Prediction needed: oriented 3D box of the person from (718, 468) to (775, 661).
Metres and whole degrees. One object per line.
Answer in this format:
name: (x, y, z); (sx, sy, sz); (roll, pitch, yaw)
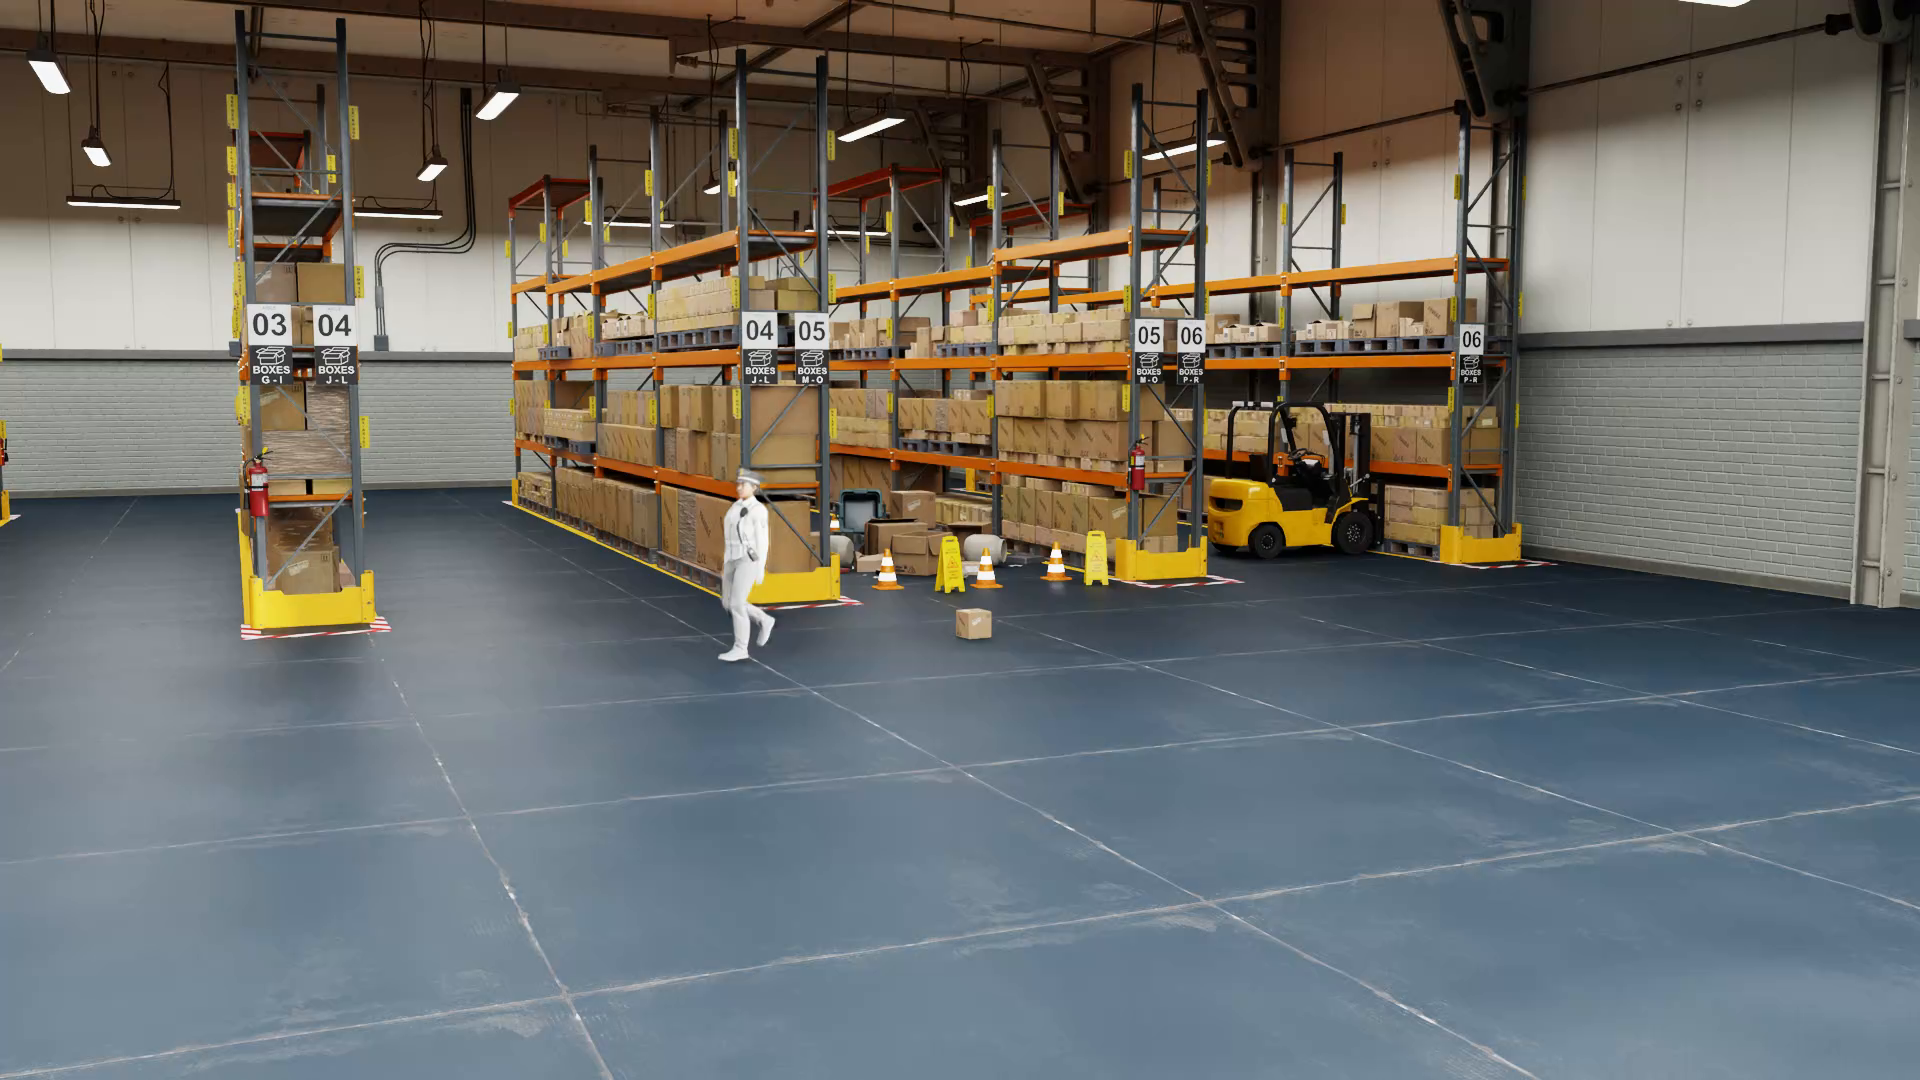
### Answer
person: (-1.868, 0.199, 14.617); (0.666, 1.669, 0.474); (-4, 7, -39)
